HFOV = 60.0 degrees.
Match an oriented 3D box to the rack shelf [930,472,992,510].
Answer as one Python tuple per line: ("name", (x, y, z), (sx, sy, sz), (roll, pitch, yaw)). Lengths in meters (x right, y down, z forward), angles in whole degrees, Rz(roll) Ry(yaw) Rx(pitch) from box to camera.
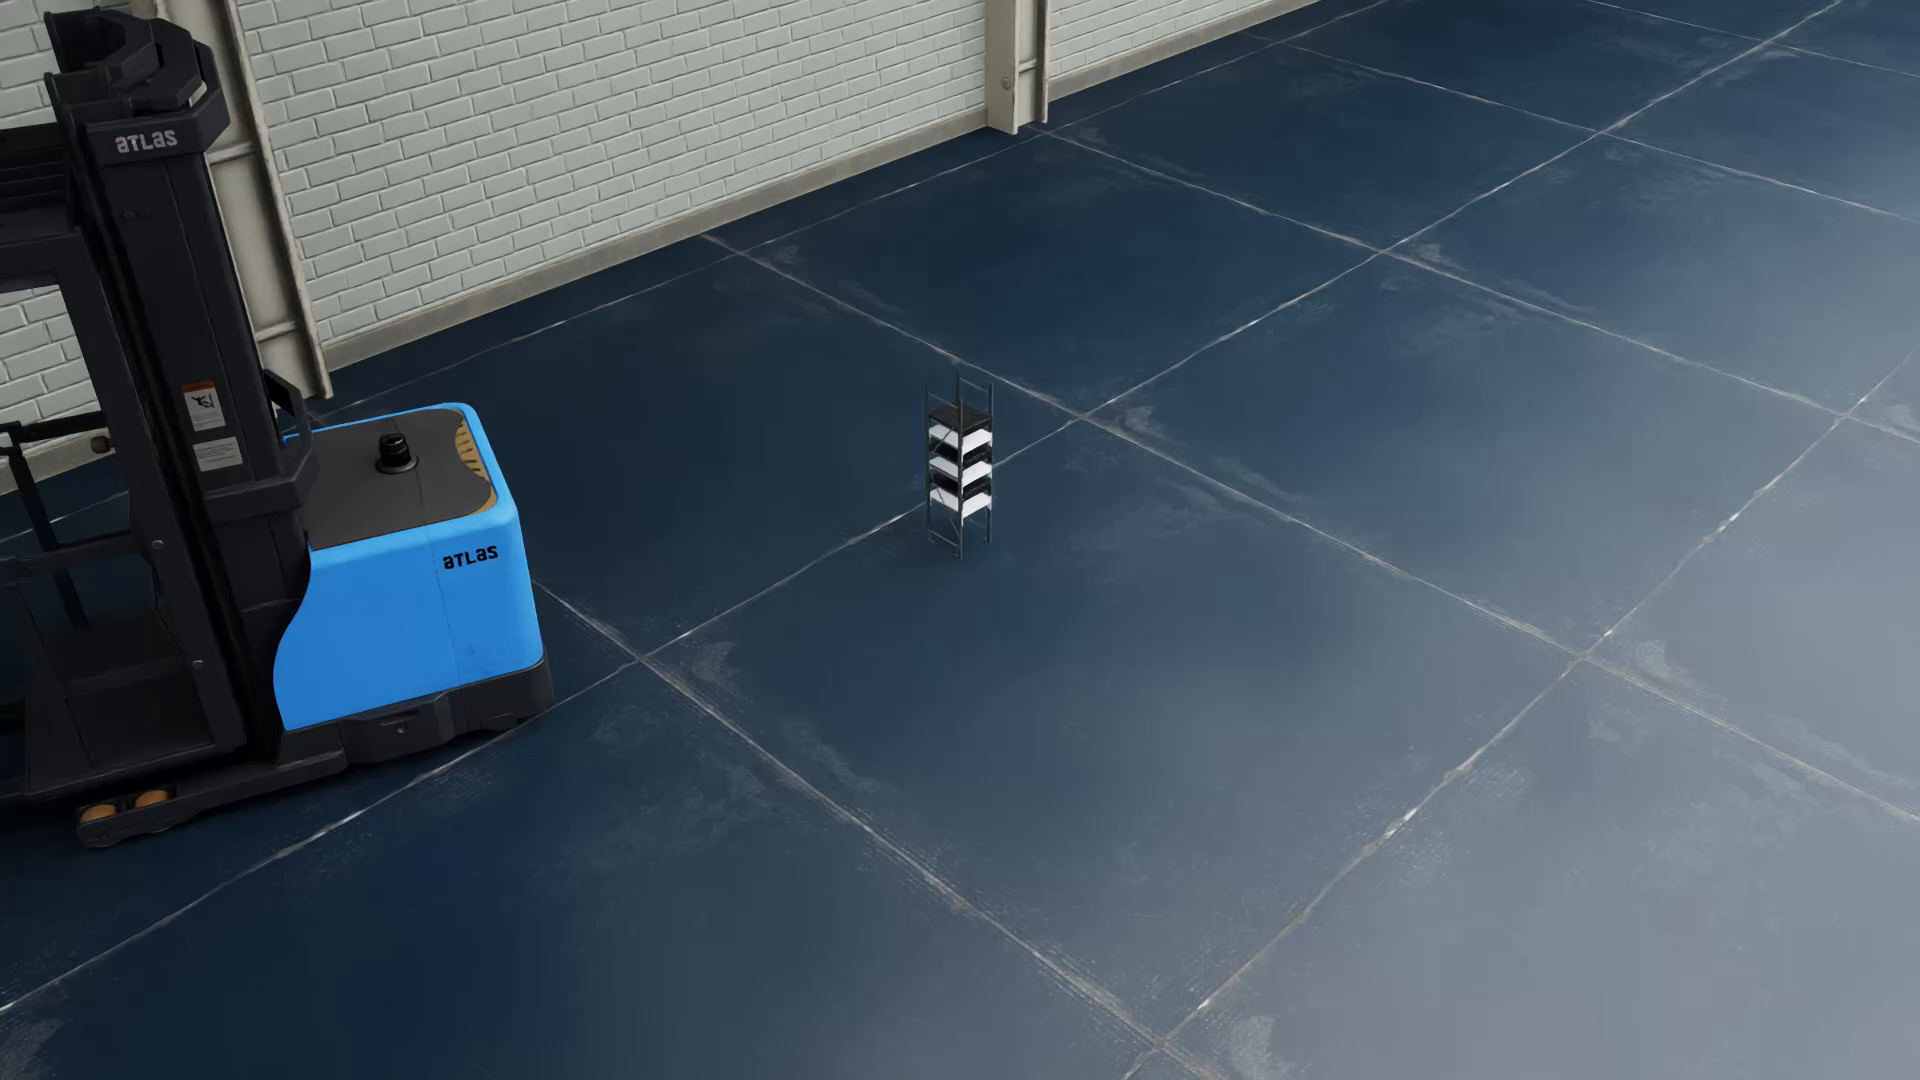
("rack shelf", (-0.006, -0.265, 8.058), (0.258, 0.077, 0.200), (30, 45, 35))

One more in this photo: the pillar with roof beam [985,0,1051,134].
("pillar with roof beam", (3.490, -5.190, 7.825), (9.100, 9.000, 0.400), (30, 45, 35))

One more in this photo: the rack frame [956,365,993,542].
("rack frame", (0.066, -0.407, 8.047), (0.240, 0.900, 0.006), (30, 45, 35))

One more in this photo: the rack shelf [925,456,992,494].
("rack shelf", (-0.006, -0.338, 8.007), (0.258, 0.077, 0.200), (30, 45, 35))

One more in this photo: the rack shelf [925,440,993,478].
("rack shelf", (-0.006, -0.412, 7.955), (0.258, 0.077, 0.200), (30, 45, 35))

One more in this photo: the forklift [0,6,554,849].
("forklift", (-3.306, -0.344, 6.180), (3.031, 2.935, 1.130), (-15, 37, -20))

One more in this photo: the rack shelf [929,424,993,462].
("rack shelf", (-0.006, -0.486, 7.904), (0.258, 0.077, 0.200), (30, 45, 35))

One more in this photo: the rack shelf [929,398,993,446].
("rack shelf", (-0.006, -0.560, 7.852), (0.258, 0.077, 0.200), (30, 45, 35))

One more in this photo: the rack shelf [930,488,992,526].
("rack shelf", (-0.006, -0.191, 8.110), (0.258, 0.077, 0.200), (30, 45, 35))

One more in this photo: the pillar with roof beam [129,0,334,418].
("pillar with roof beam", (-0.738, -2.754, 4.333), (9.100, 9.000, 0.400), (30, 45, 35))

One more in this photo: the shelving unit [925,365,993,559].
("shelving unit", (-0.006, -0.366, 7.988), (0.258, 0.900, 0.210), (30, 45, 35))

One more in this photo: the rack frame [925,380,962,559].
("rack frame", (-0.077, -0.325, 7.929), (0.240, 0.900, 0.006), (30, 45, 35))
